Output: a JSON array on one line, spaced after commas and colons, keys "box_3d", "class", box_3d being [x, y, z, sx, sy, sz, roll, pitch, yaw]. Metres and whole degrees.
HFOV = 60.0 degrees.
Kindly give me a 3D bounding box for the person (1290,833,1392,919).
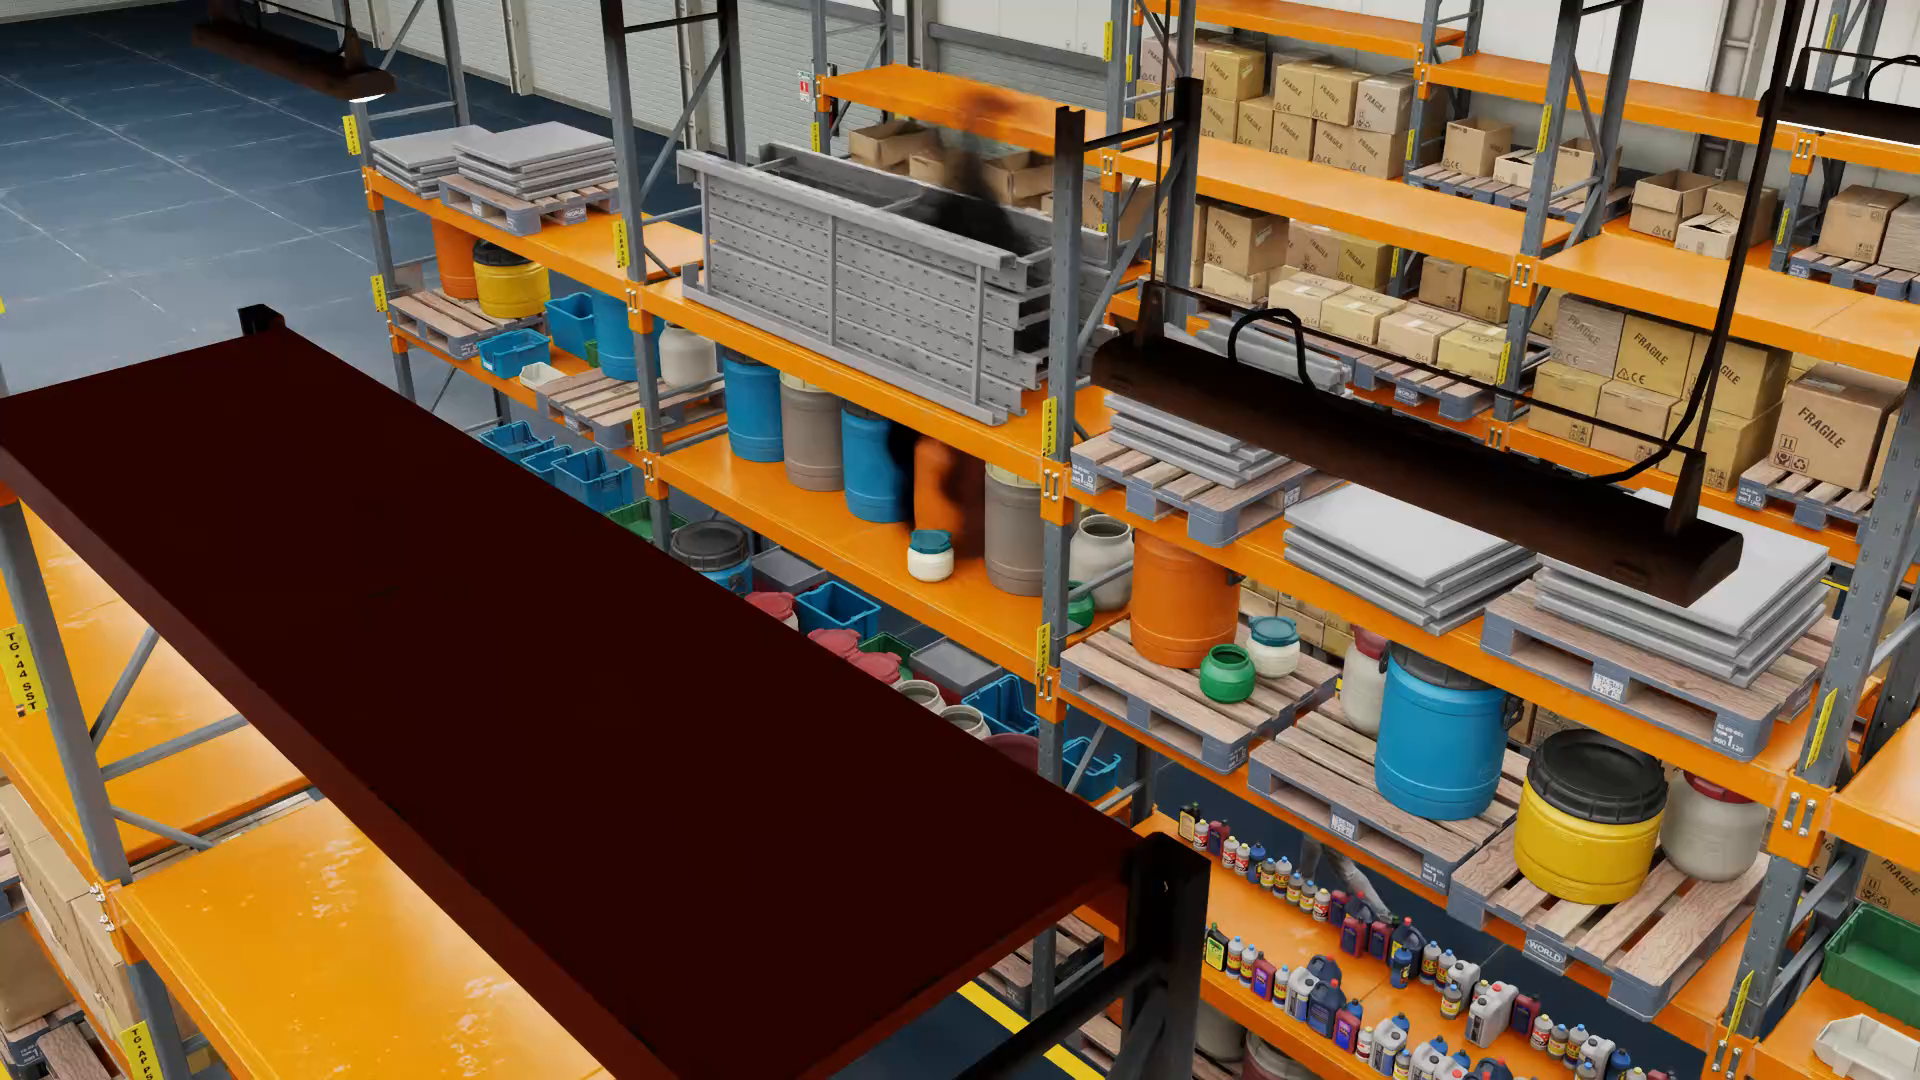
[{"box_3d": [2.603, 1.946, 11.591, 0.709, 1.590, 1.133, -19, 33, -31], "class": "person"}]
